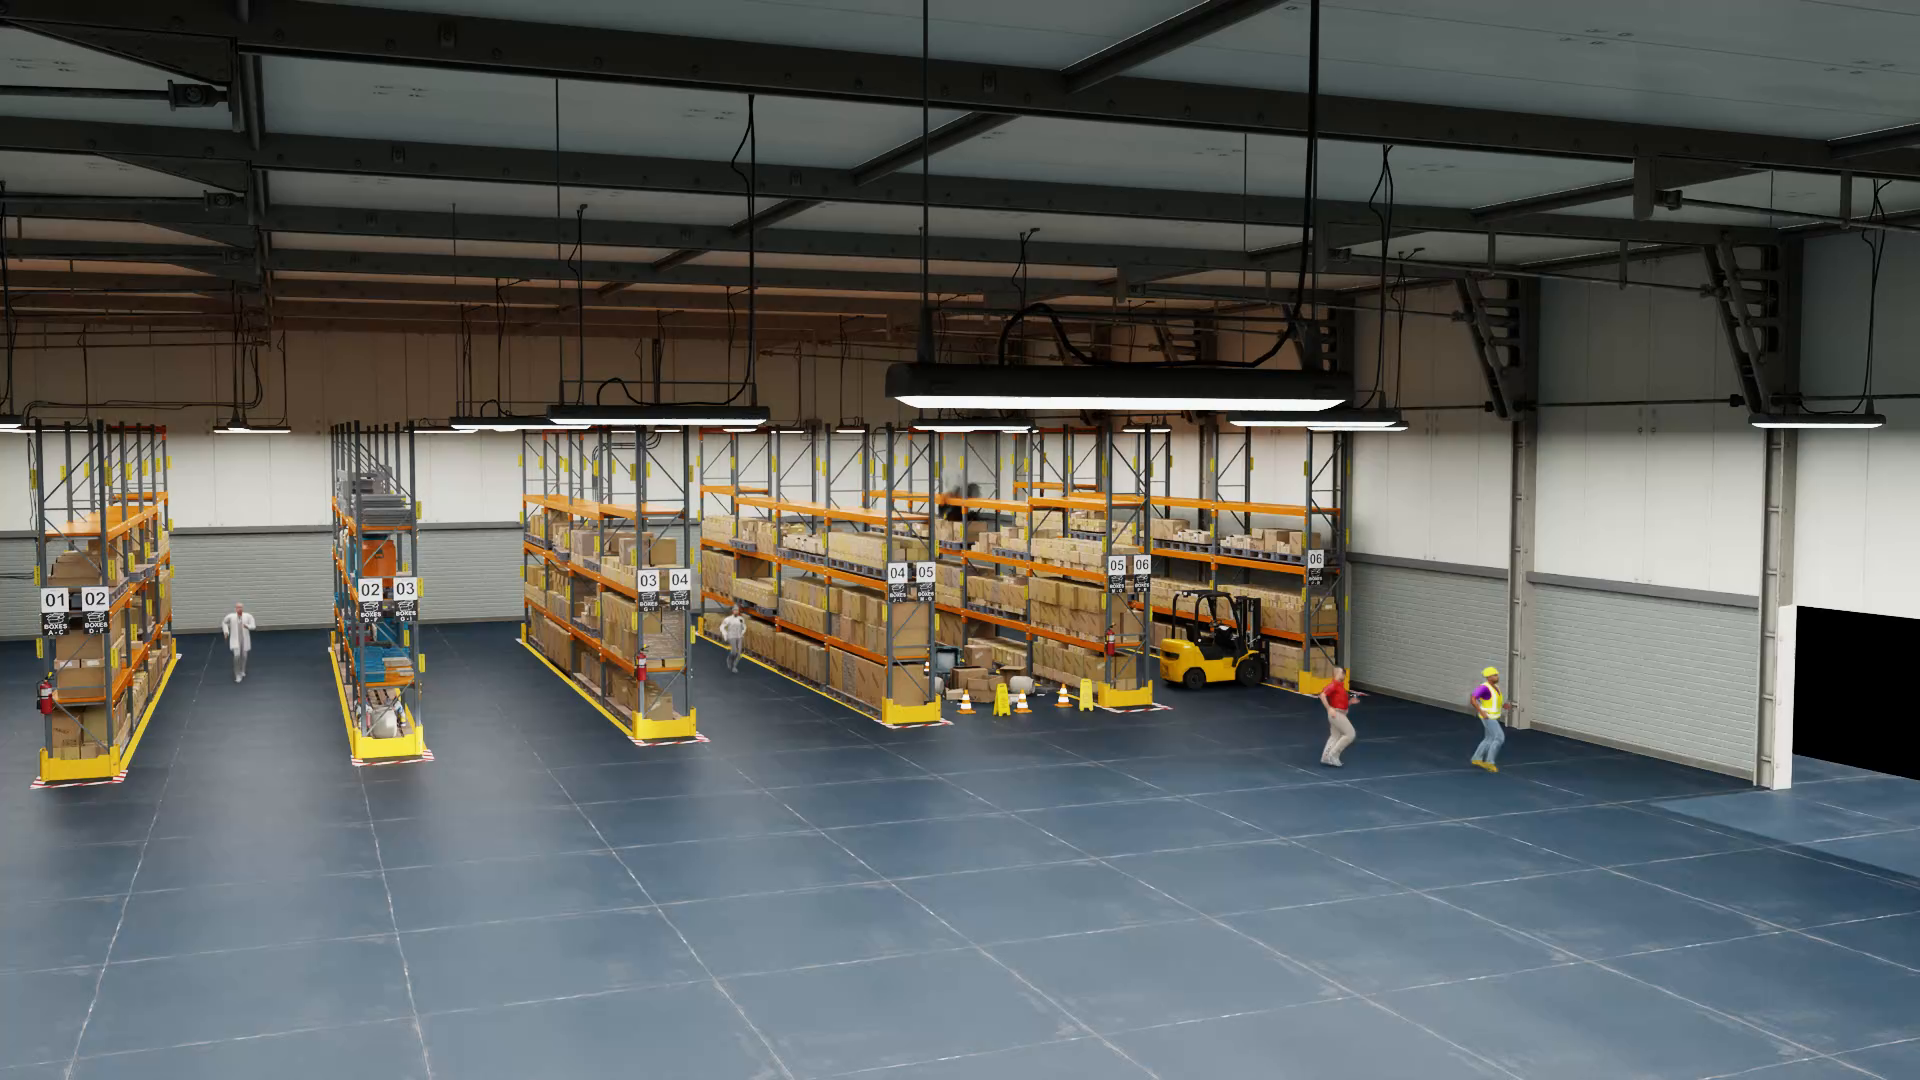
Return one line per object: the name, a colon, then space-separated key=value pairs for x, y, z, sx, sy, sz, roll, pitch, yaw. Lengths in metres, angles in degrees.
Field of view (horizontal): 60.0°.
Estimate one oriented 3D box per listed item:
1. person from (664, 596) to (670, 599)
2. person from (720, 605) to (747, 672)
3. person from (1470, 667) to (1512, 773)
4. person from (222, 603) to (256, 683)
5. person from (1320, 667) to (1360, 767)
person: x=-8.554 y=1.913 z=47.807 sx=0.591 sy=1.661 sz=0.781 roll=2 pitch=4 yaw=23
person: x=-5.417 y=2.383 z=40.174 sx=0.605 sy=1.654 sz=0.548 roll=-2 pitch=4 yaw=-28
person: x=9.076 y=3.086 z=28.435 sx=0.653 sy=1.829 sz=0.685 roll=2 pitch=4 yaw=34
person: x=-16.881 y=2.389 z=38.996 sx=0.677 sy=1.836 sz=0.868 roll=-2 pitch=4 yaw=-32
person: x=6.587 y=3.067 z=28.813 sx=0.653 sy=1.718 sz=0.652 roll=1 pitch=4 yaw=16
